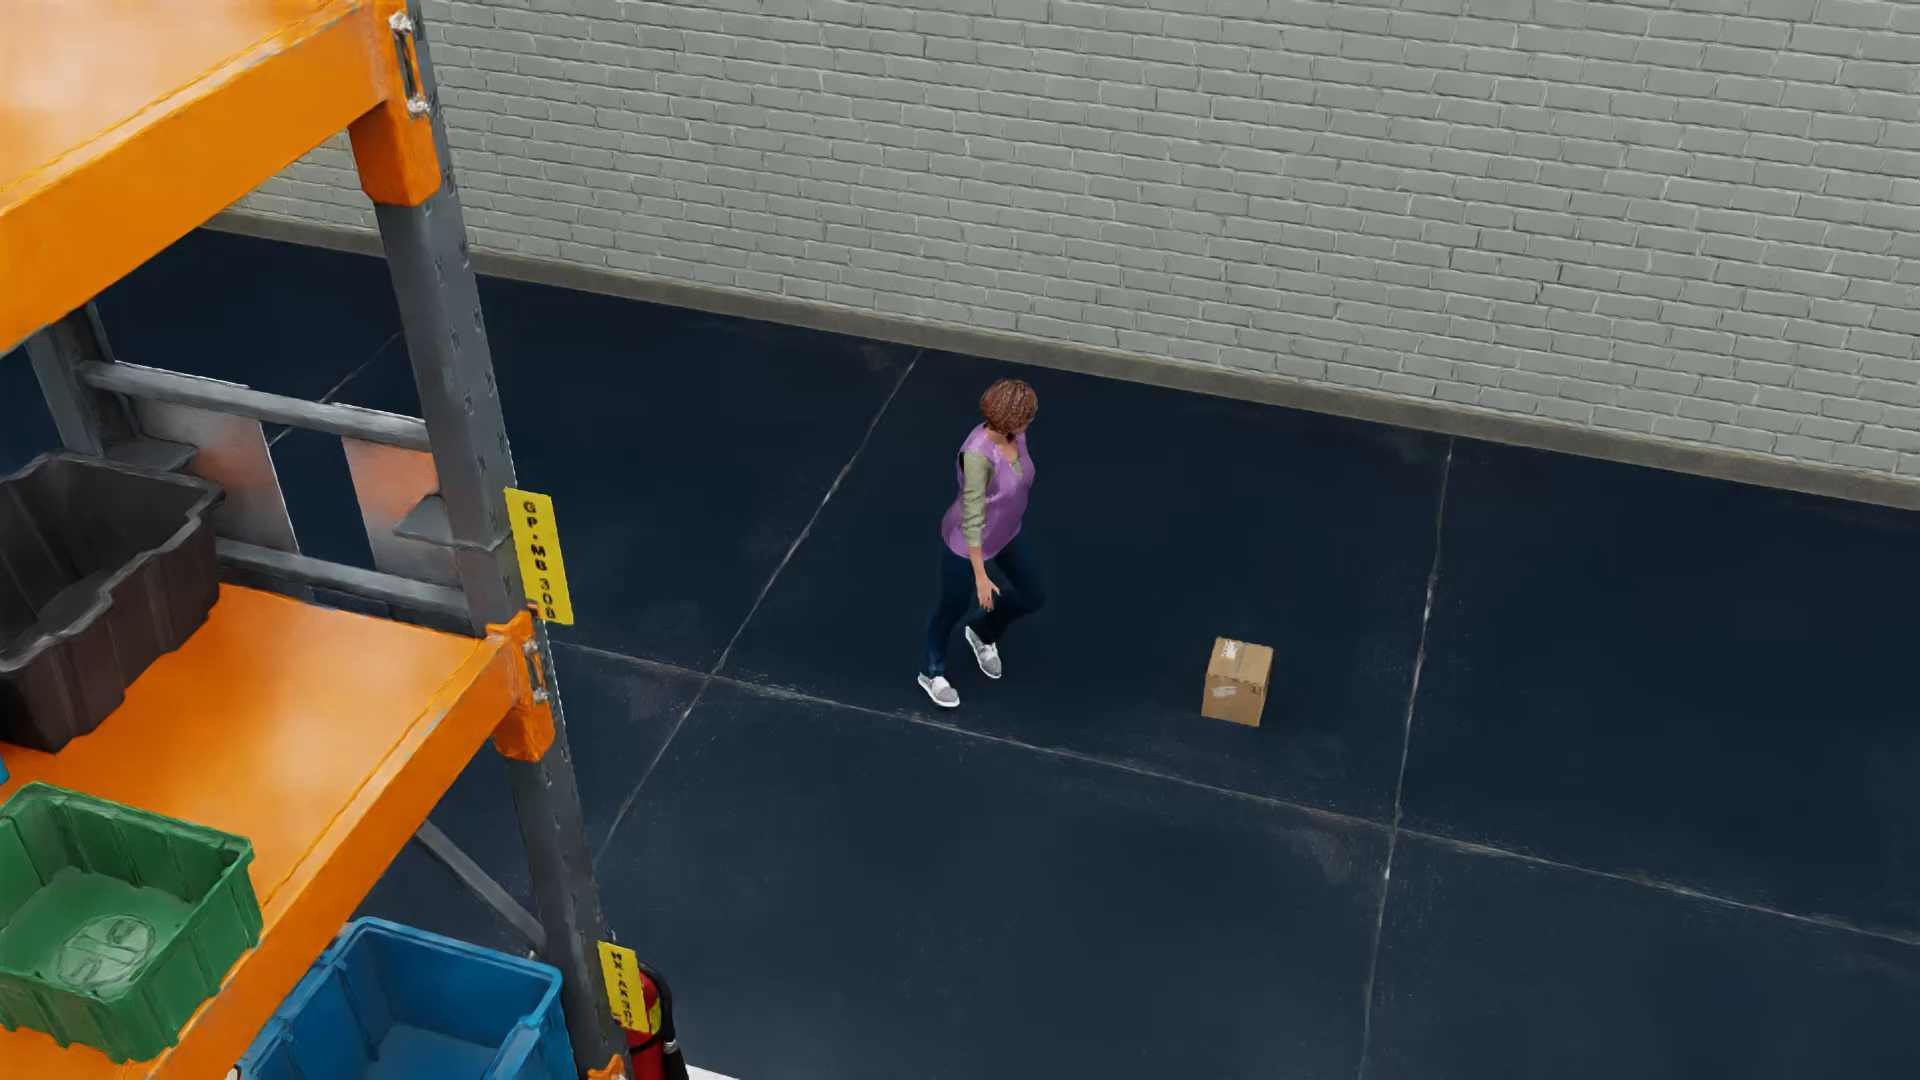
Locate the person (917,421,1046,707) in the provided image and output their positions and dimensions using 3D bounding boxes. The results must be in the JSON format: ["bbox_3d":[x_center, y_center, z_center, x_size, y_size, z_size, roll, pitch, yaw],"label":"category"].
[{"bbox_3d":[0.084,0.086,6.955,0.465,1.353,0.484,29,46,32],"label":"person"}]
